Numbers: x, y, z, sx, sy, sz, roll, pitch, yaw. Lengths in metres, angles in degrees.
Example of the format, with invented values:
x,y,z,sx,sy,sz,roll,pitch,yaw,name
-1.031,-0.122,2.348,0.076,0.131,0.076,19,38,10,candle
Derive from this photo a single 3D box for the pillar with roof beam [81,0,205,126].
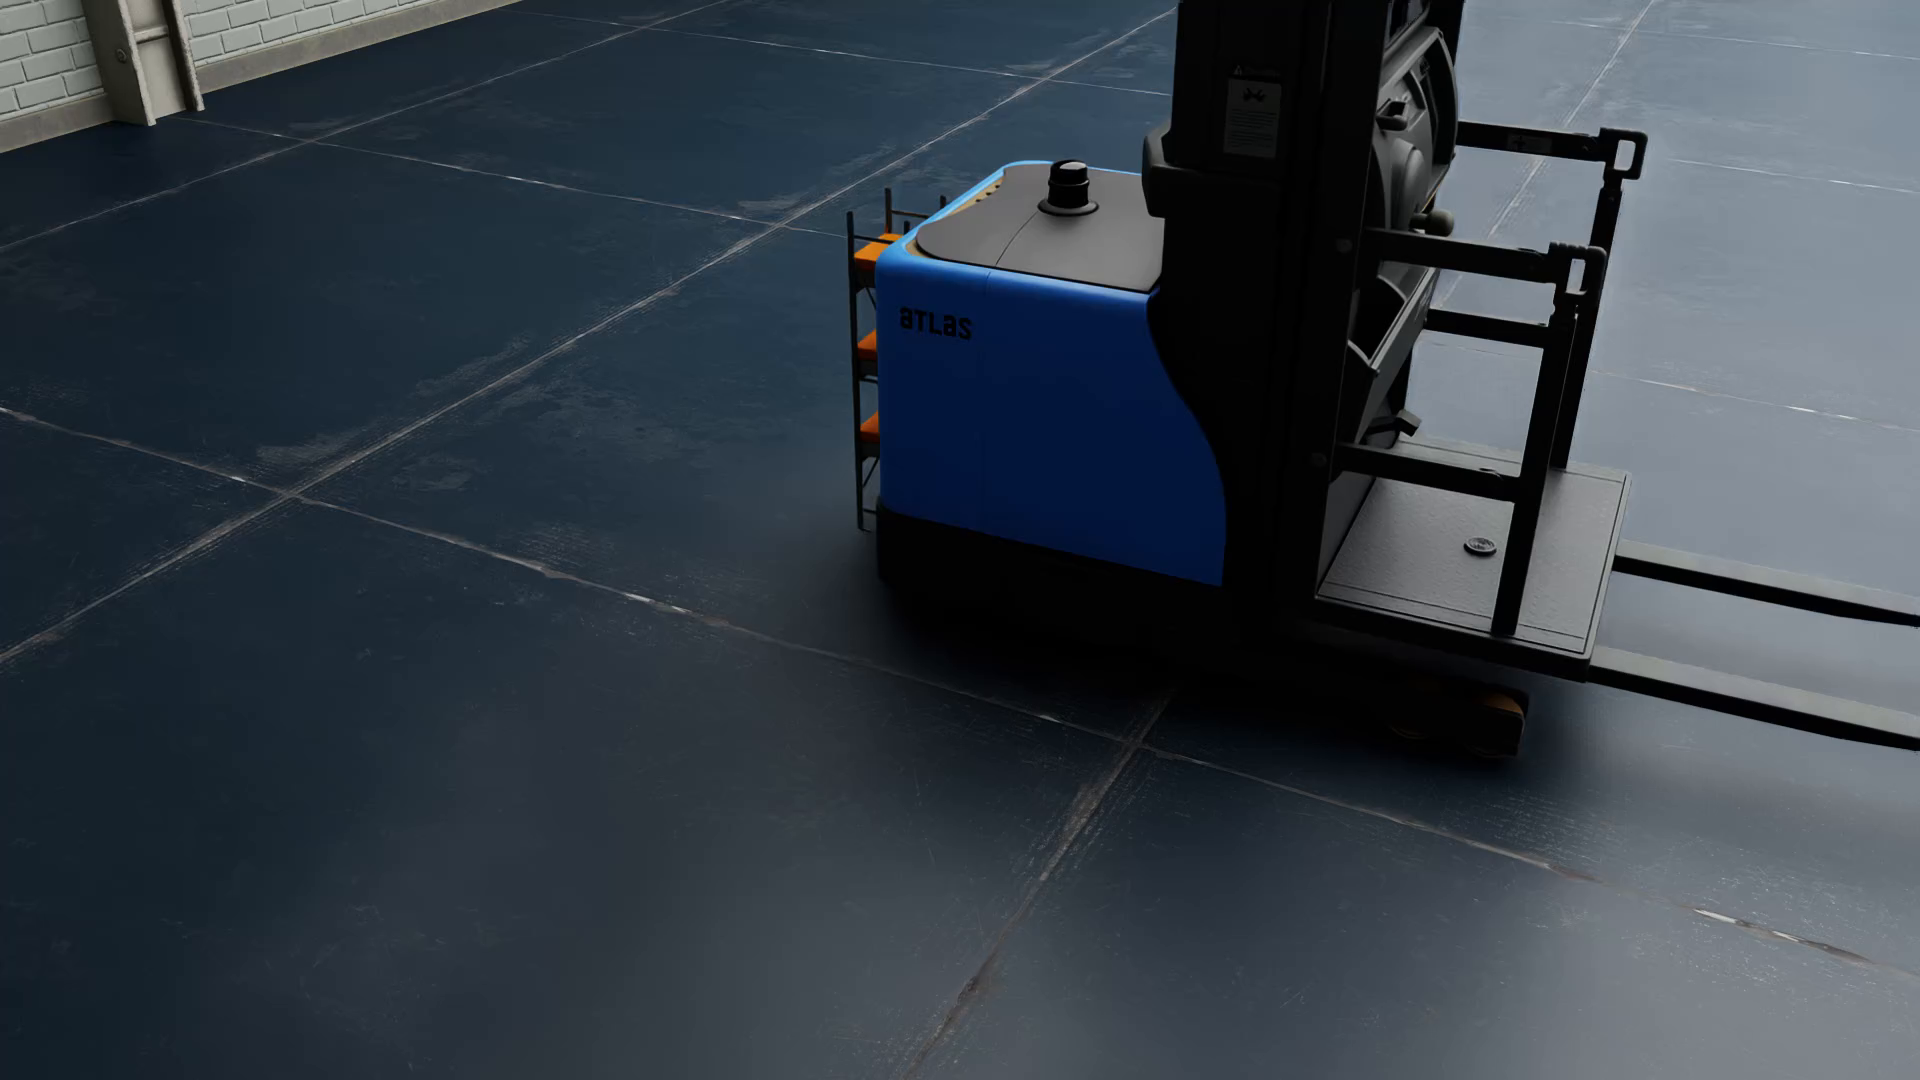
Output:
x,y,z,sx,sy,sz,roll,pitch,yaw,name
-0.737,-5.355,5.538,9.100,9.000,0.400,14,33,23,pillar with roof beam

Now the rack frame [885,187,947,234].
x,y,z,sx,sy,sz,roll,pitch,yaw,name
-0.132,-0.581,5.207,0.200,1.050,0.008,13,32,21,rack frame

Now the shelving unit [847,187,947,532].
x,y,z,sx,sy,sz,roll,pitch,yaw,name
-0.183,-0.526,5.111,0.215,1.050,0.252,13,32,21,shelving unit

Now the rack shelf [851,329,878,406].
x,y,z,sx,sy,sz,roll,pitch,yaw,name
-0.183,-0.517,5.116,0.215,0.259,0.240,13,32,21,rack shelf

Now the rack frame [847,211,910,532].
x,y,z,sx,sy,sz,roll,pitch,yaw,name
-0.234,-0.470,5.015,0.200,1.050,0.008,13,32,21,rack frame

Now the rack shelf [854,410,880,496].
x,y,z,sx,sy,sz,roll,pitch,yaw,name
-0.183,-0.276,5.255,0.215,0.259,0.240,13,32,21,rack shelf

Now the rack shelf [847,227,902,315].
x,y,z,sx,sy,sz,roll,pitch,yaw,name
-0.183,-0.763,4.975,0.215,0.259,0.240,13,32,21,rack shelf

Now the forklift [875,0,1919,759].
x,y,z,sx,sy,sz,roll,pitch,yaw,name
1.316,-1.013,4.070,3.031,2.935,1.130,13,32,21,forklift
